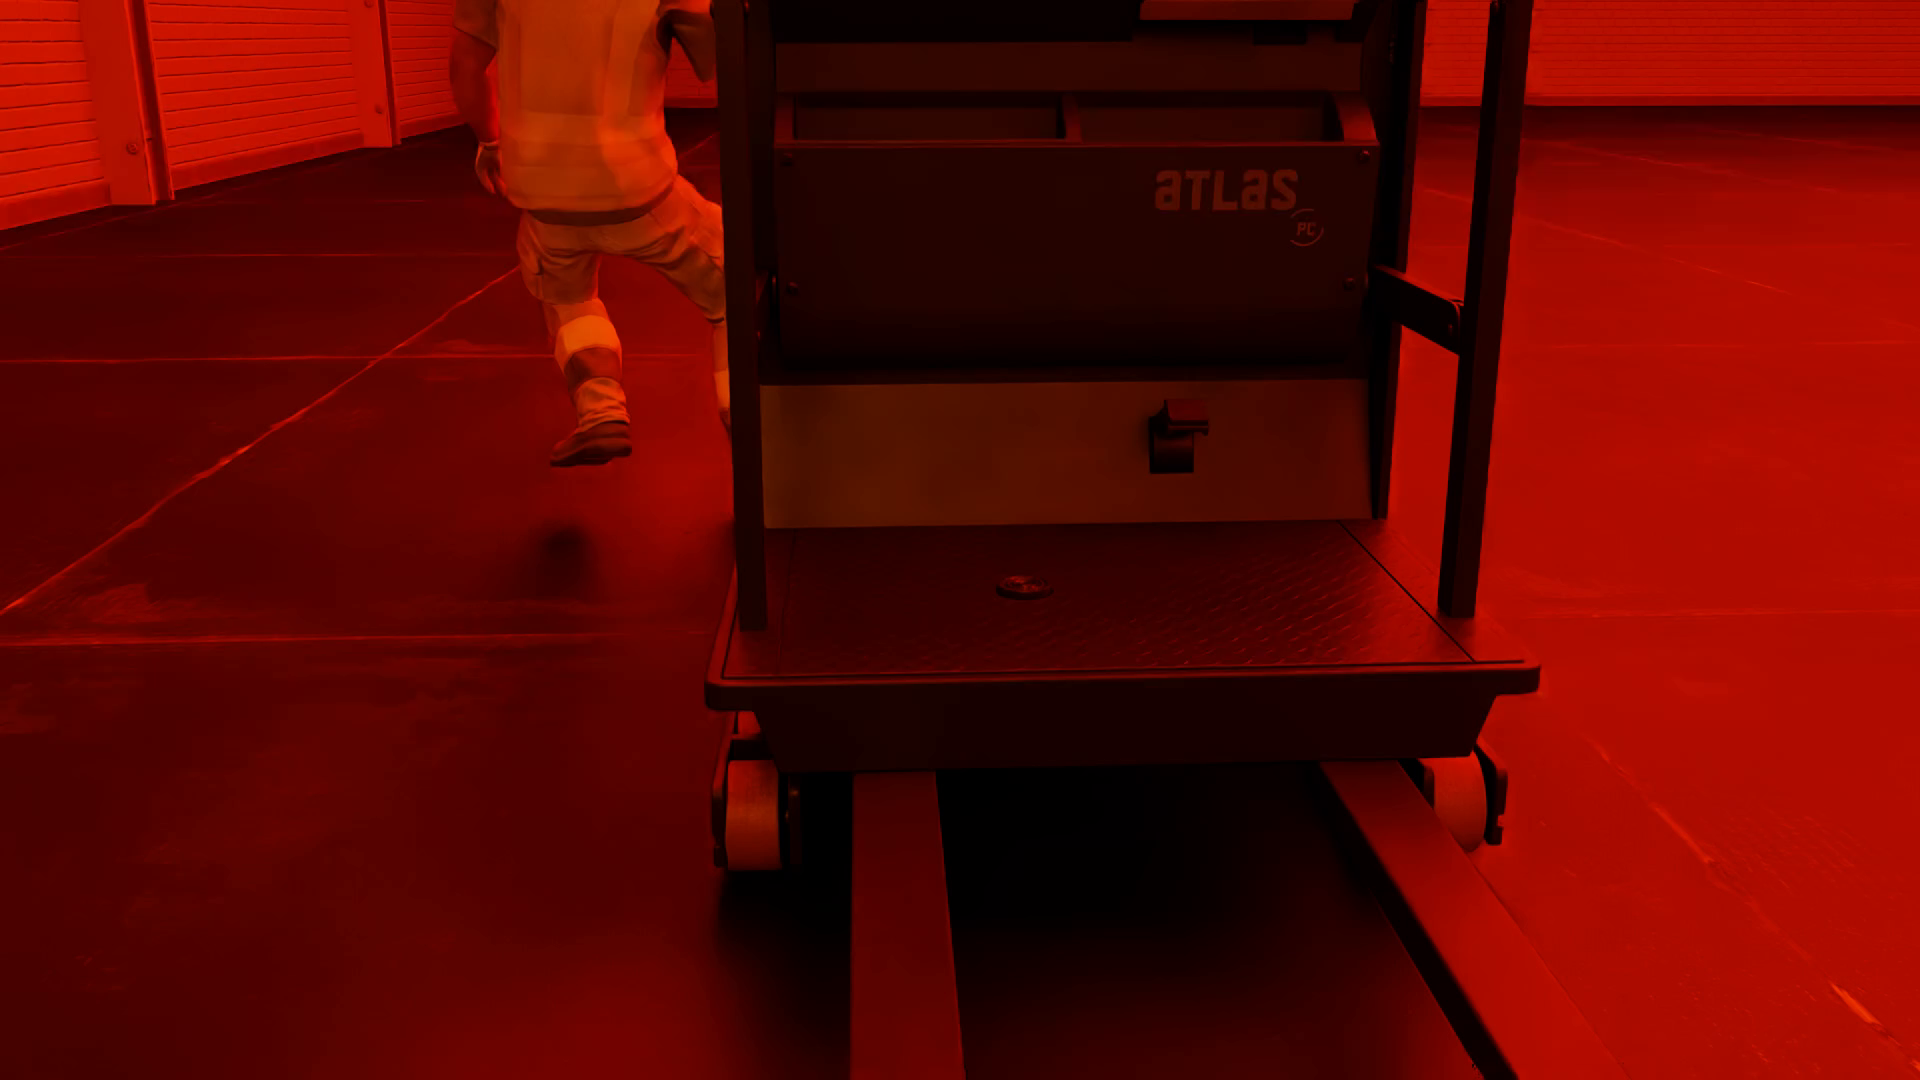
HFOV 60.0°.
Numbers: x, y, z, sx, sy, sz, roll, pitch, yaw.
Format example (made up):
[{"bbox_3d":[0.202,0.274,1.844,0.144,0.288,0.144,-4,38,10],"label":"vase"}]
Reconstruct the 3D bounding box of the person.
[{"bbox_3d":[-0.776,-0.855,3.944,0.829,1.701,0.549,3,17,9],"label":"person"}]

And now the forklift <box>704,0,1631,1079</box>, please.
[{"bbox_3d":[0.192,-1.024,2.257,1.130,2.935,3.031,-1,17,-3],"label":"forklift"}]
